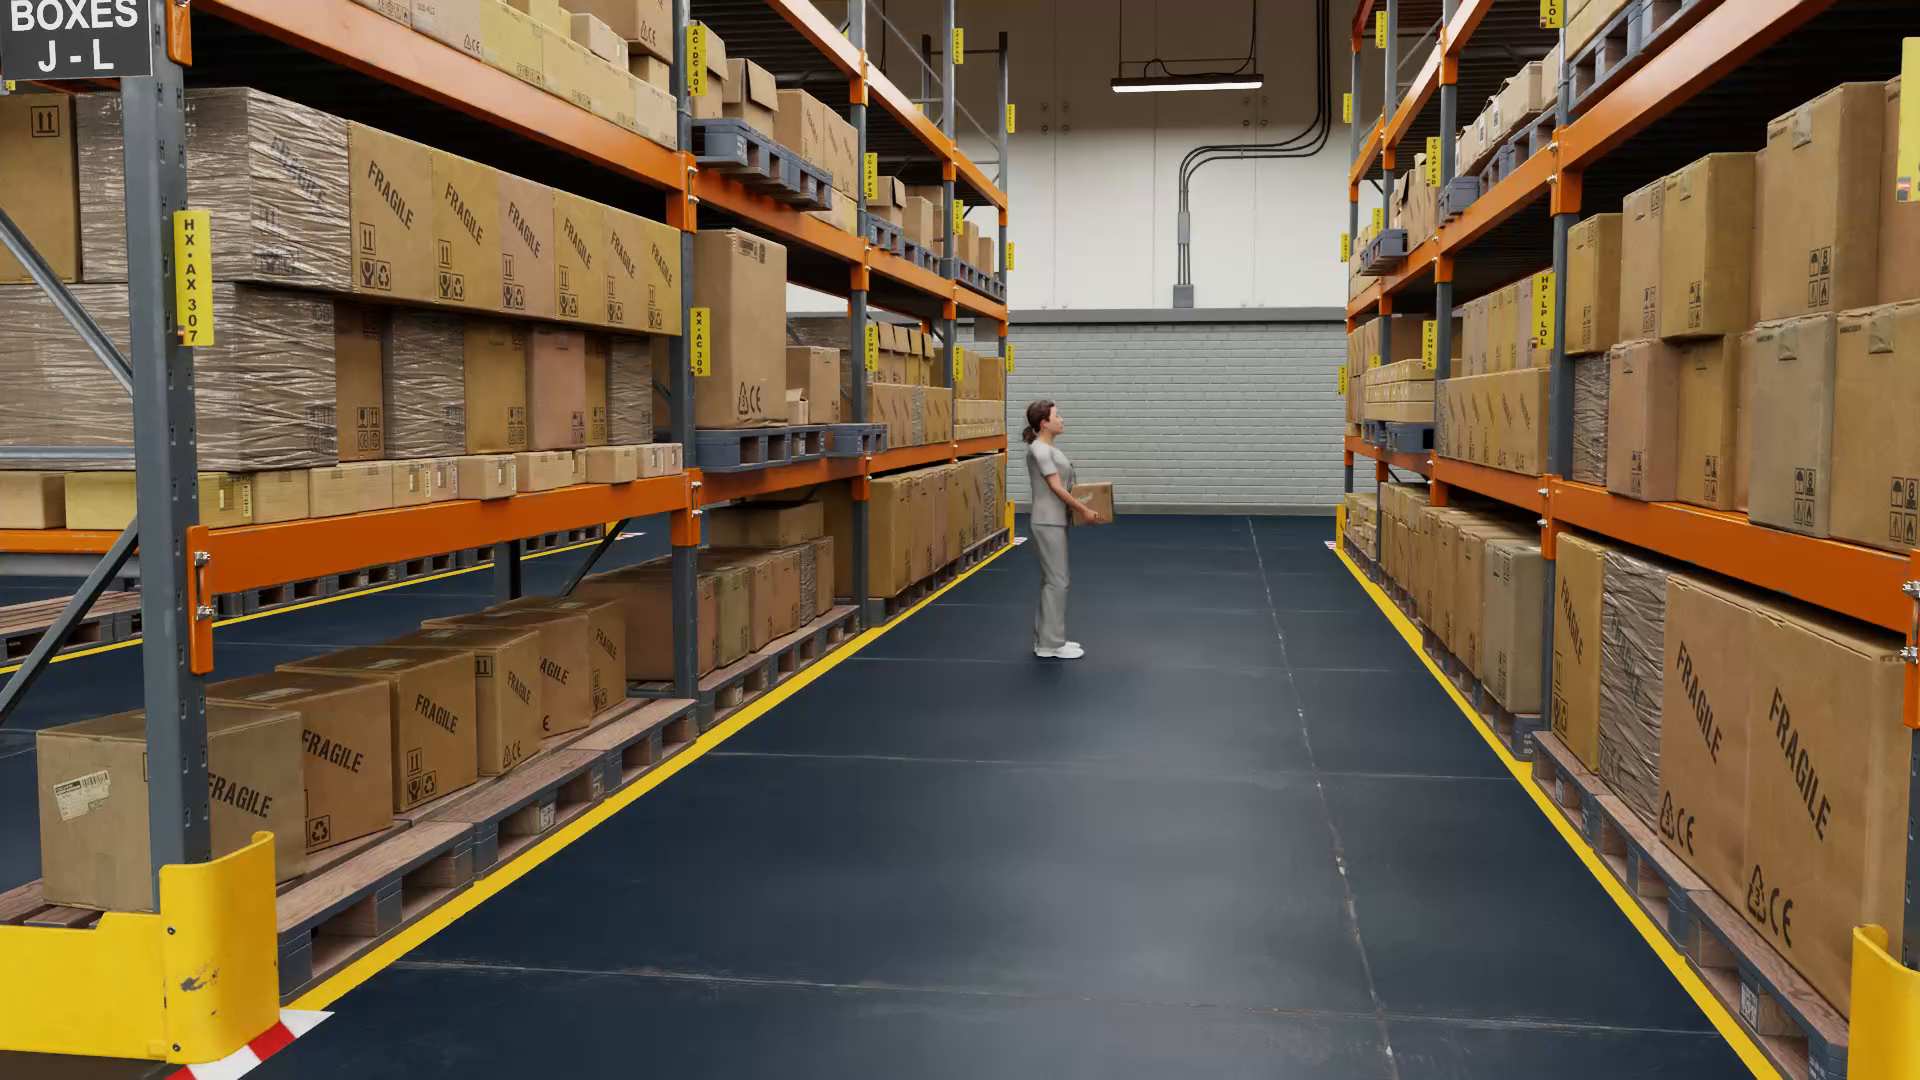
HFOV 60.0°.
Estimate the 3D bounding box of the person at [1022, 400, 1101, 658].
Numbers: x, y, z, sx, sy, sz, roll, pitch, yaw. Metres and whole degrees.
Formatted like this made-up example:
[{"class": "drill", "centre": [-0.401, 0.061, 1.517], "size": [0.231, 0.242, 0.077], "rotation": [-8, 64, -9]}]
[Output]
[{"class": "person", "centre": [0.664, -0.066, 10.831], "size": [0.547, 1.650, 0.444], "rotation": [1, 5, 11]}]
